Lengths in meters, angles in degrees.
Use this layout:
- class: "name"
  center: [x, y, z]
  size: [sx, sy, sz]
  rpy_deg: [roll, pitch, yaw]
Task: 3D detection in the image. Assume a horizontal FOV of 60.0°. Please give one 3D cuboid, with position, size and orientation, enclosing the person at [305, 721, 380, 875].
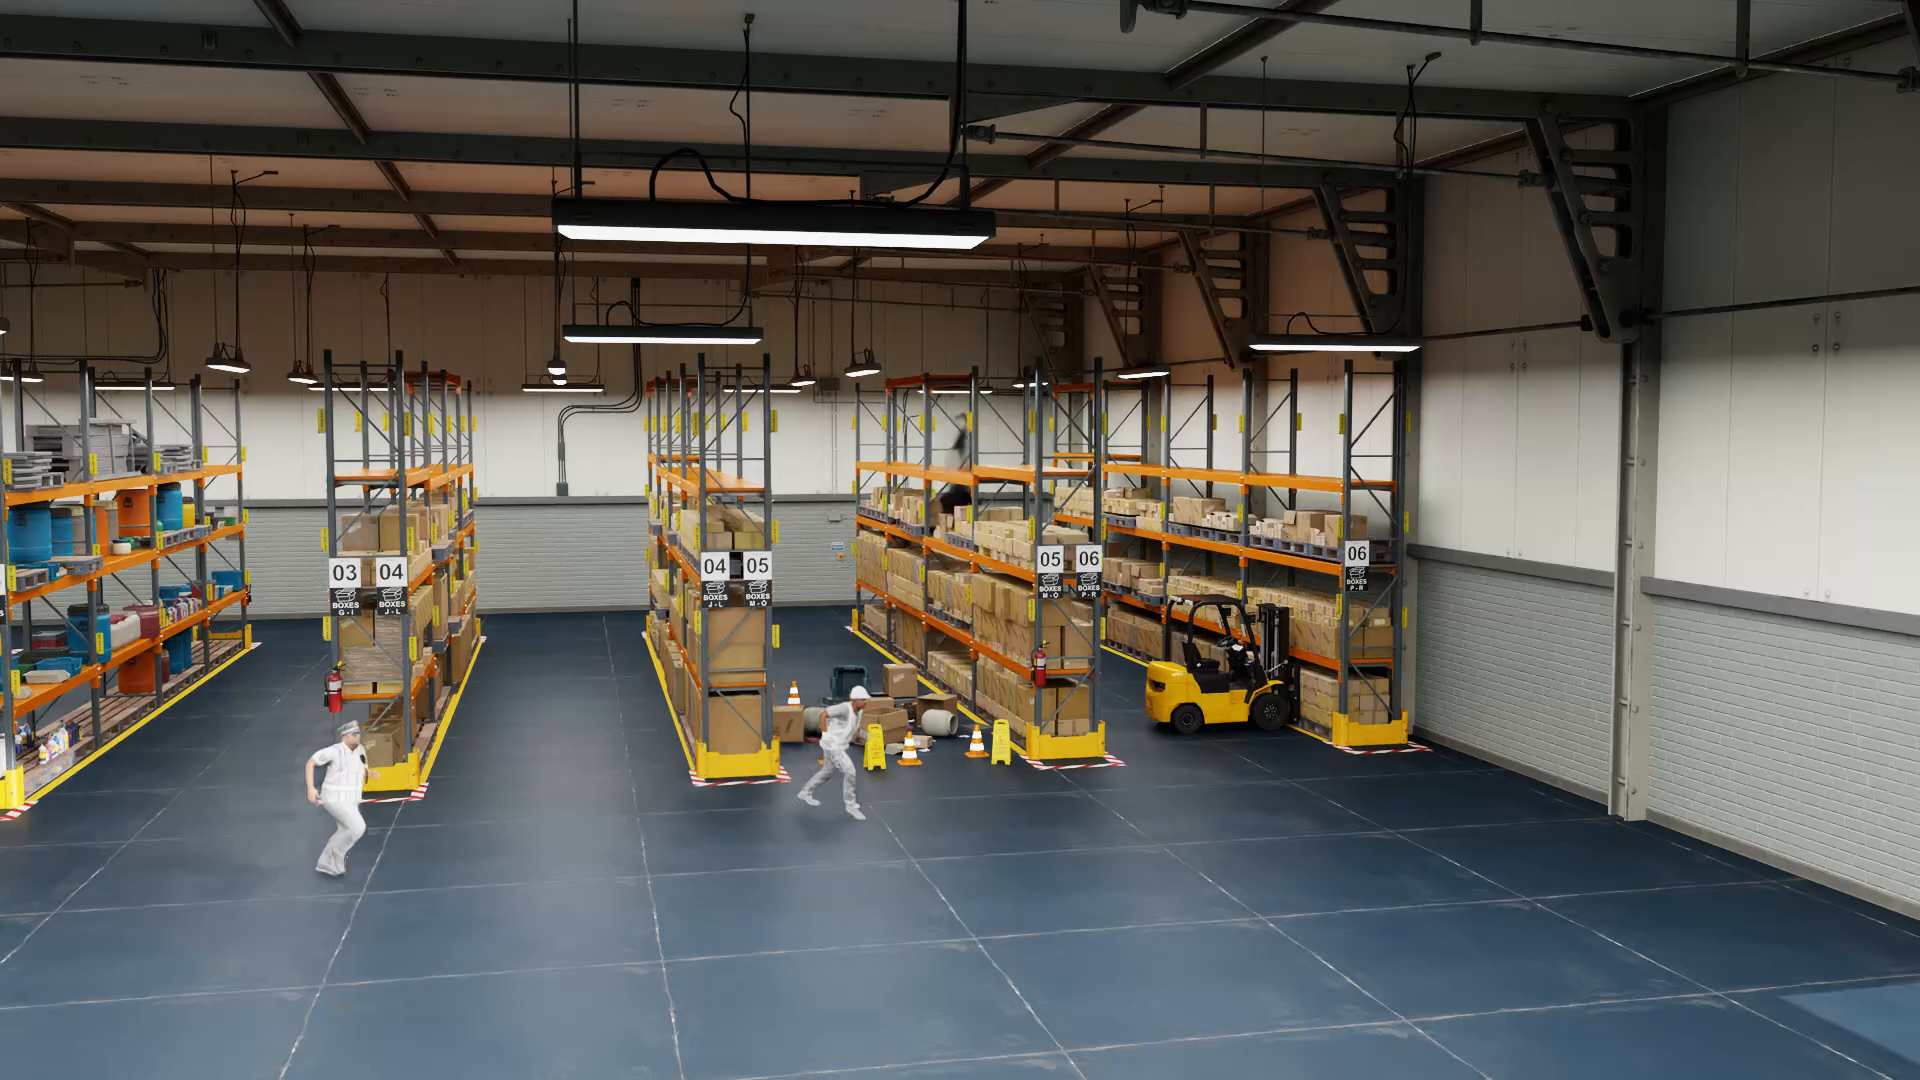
- class: "person"
  center: [-6.763, 2.846, 18.305]
  size: [0.779, 1.730, 0.702]
  rpy_deg: [1, 4, 17]

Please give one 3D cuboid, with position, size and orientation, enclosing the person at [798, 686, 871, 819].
- class: "person"
  center: [-1.622, 2.708, 21.239]
  size: [1.051, 1.730, 0.729]
  rpy_deg: [2, 4, 24]
